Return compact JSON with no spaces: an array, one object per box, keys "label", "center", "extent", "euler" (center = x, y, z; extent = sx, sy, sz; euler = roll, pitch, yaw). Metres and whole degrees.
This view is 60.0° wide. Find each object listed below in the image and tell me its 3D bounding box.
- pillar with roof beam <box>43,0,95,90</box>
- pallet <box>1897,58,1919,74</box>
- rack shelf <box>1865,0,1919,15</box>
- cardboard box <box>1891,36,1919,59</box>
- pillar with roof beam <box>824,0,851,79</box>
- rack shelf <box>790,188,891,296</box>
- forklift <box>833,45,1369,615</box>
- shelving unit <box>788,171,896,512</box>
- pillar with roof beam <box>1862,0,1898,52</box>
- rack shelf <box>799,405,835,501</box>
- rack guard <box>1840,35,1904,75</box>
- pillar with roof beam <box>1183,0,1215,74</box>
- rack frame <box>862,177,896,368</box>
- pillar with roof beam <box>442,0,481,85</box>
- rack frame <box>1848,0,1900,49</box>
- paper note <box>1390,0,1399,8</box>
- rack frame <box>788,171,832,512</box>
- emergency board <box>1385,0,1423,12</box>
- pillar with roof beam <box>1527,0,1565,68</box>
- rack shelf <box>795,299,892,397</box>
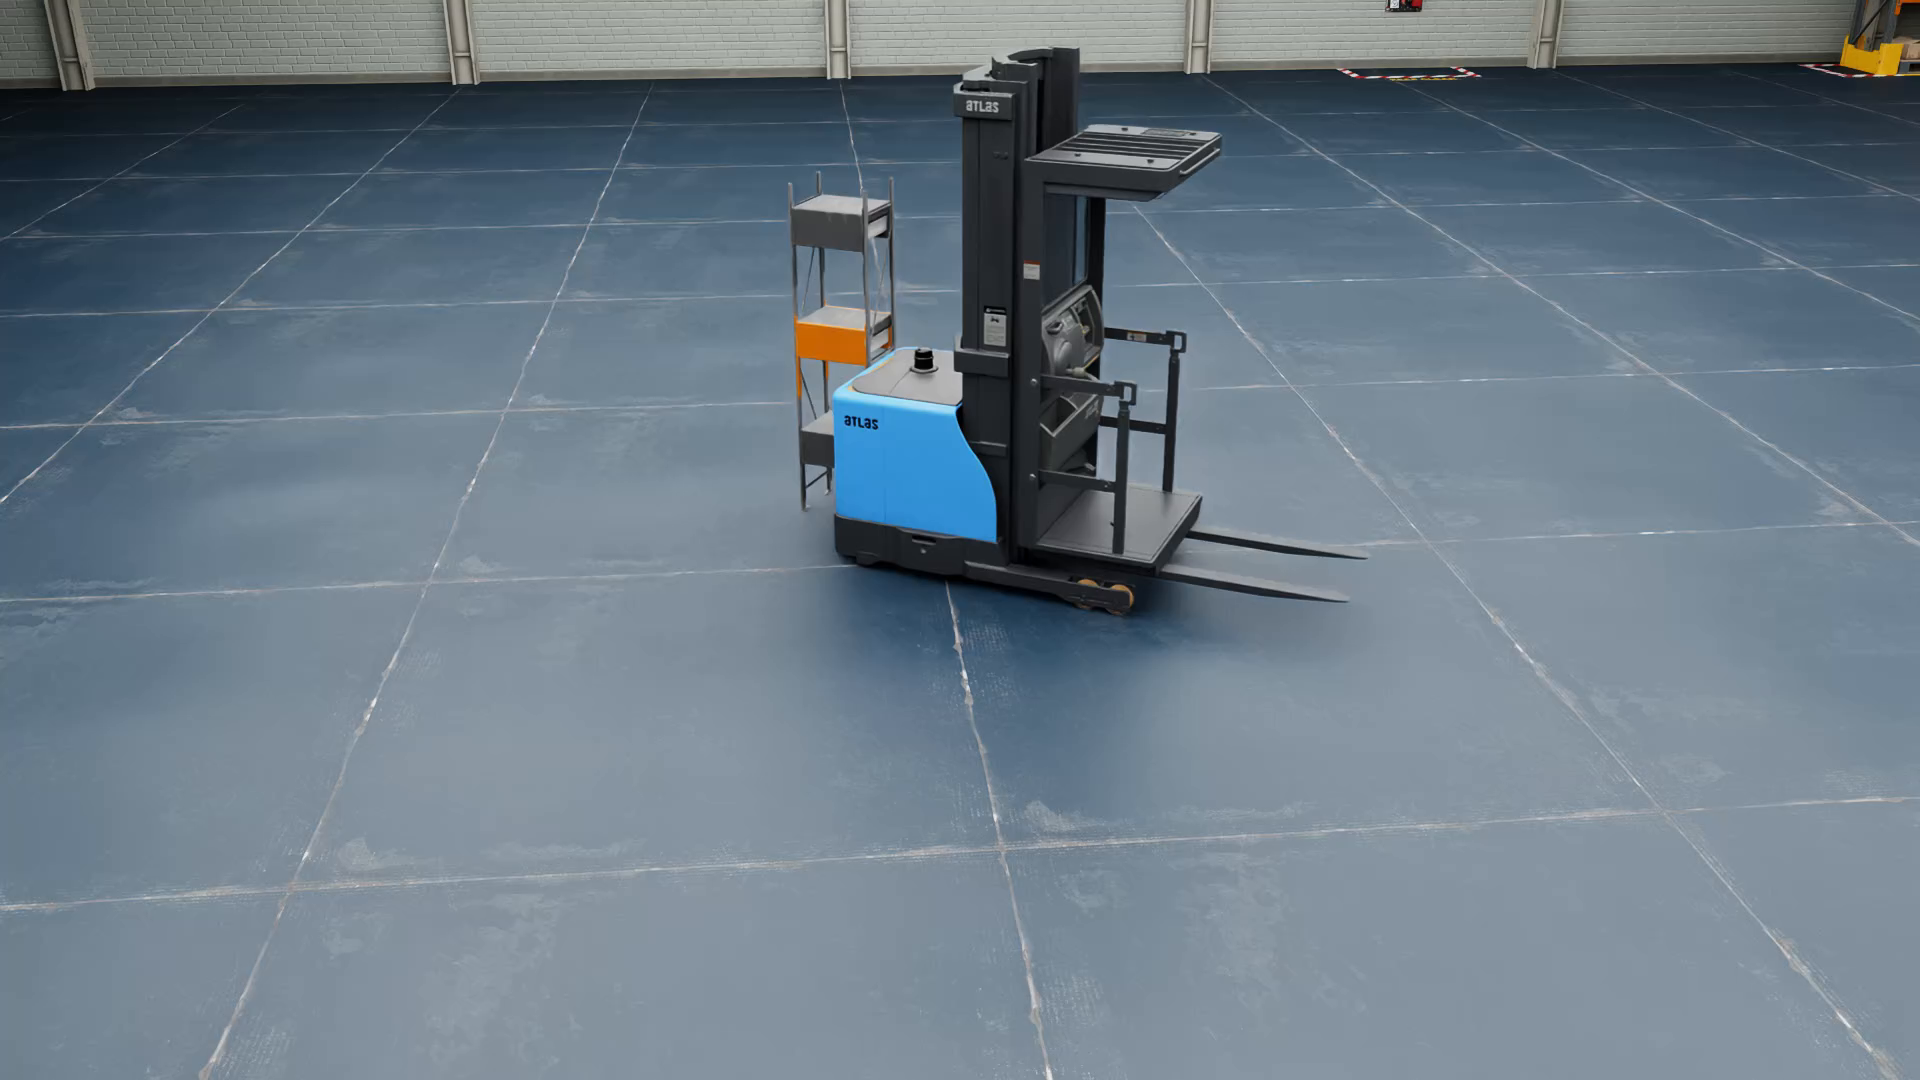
[{"label":"pillar with roof beam","center":[-13.516,-9.516,20.579],"extent":[0.400,9.000,9.100],"euler":[-2,24,-5]},{"label":"pallet","center":[16.191,-8.081,28.171],"extent":[1.213,0.211,1.003],"euler":[-2,24,-5]},{"label":"rack shelf","center":[17.294,-9.085,27.883],"extent":[4.000,0.370,1.077],"euler":[-2,24,-5]},{"label":"cardboard box","center":[16.001,-8.298,27.995],"extent":[0.500,0.311,0.500],"euler":[-5,24,-11]},{"label":"pillar with roof beam","center":[-1.574,-9.995,21.657],"extent":[0.400,9.000,9.100],"euler":[-2,24,-5]},{"label":"rack shelf","center":[-0.708,-1.804,10.033],"extent":[0.480,0.518,0.431],"euler":[10,26,21]},{"label":"forklift","center":[0.818,-1.164,9.261],"extent":[3.031,2.935,1.130],"euler":[10,26,20]},{"label":"shelving unit","center":[-0.708,-1.177,10.312],"extent":[0.503,2.100,0.431],"euler":[10,26,21]},{"label":"pillar with roof beam","center":[16.338,-10.713,23.274],"extent":[0.400,9.000,9.100],"euler":[-2,24,-5]},{"label":"rack shelf","center":[-0.708,-0.524,10.602],"extent":[0.480,0.518,0.431],"euler":[10,26,21]},{"label":"rack guard","center":[15.379,-8.195,28.072],"extent":[0.348,0.500,1.175],"euler":[-2,24,-5]},{"label":"pillar with roof beam","center":[4.397,-10.234,22.196],"extent":[0.400,9.000,9.100],"euler":[-2,24,-5]},{"label":"rack frame","center":[-0.483,-1.138,10.226],"extent":[0.015,2.100,0.400],"euler":[10,26,21]},{"label":"pillar with roof beam","center":[-7.545,-9.755,21.118],"extent":[0.400,9.000,9.100],"euler":[-2,24,-5]},{"label":"rack frame","center":[15.304,-9.334,27.557],"extent":[0.127,3.000,1.000],"euler":[-2,24,-5]},{"label":"paper note","center":[7.298,-9.007,27.907],"extent":[0.142,0.148,0.016],"euler":[-2,24,-5]},{"label":"rack frame","center":[-0.933,-1.215,10.398],"extent":[0.015,2.100,0.400],"euler":[10,26,21]},{"label":"emergency board","center":[7.481,-9.389,27.681],"extent":[0.643,1.169,0.194],"euler":[-2,24,-5]},{"label":"pillar with roof beam","center":[10.368,-10.474,22.735],"extent":[0.400,9.000,9.100],"euler":[-2,24,-5]},{"label":"rack shelf","center":[-0.708,-1.164,10.318],"extent":[0.480,0.518,0.431],"euler":[10,26,21]}]
